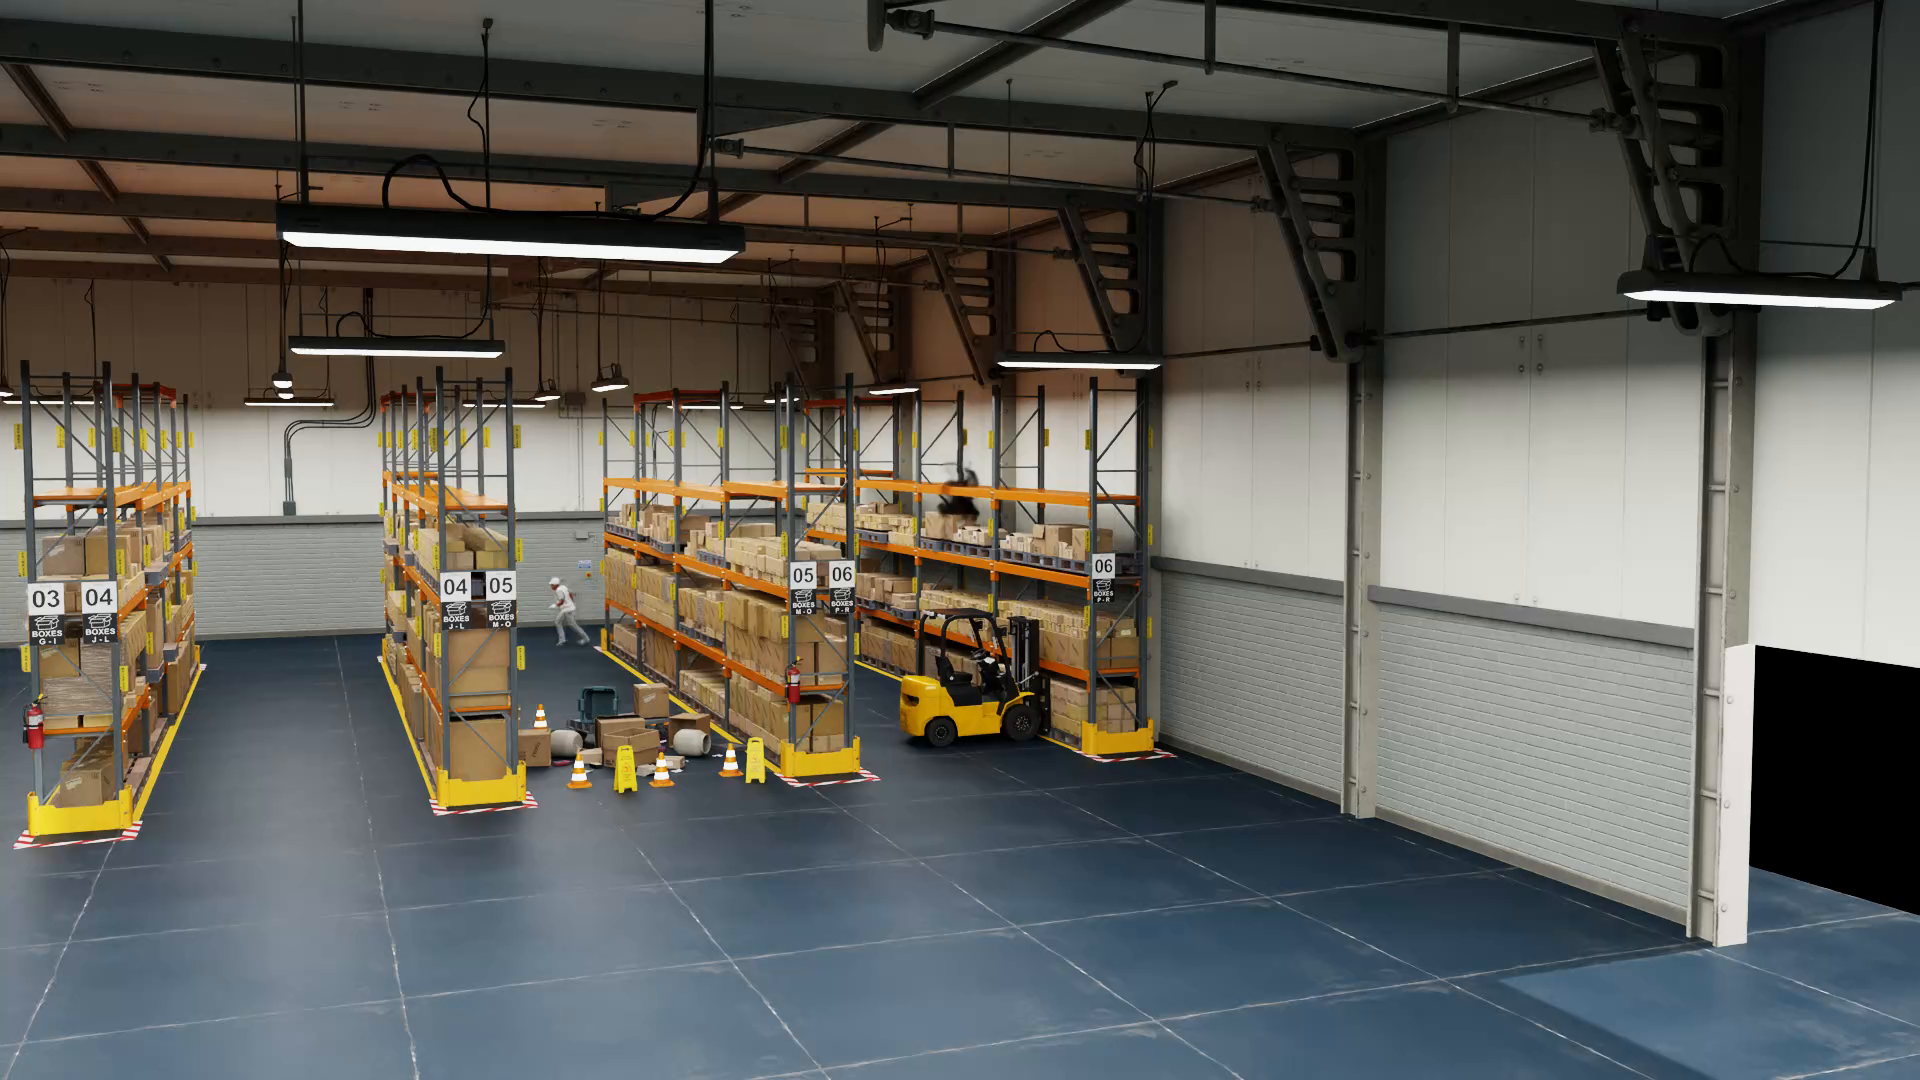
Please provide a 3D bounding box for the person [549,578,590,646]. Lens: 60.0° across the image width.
[{"bbox_3d":[-9.507,1.764,40.446,0.963,1.701,0.698,-1,3,-9],"label":"person"}]
